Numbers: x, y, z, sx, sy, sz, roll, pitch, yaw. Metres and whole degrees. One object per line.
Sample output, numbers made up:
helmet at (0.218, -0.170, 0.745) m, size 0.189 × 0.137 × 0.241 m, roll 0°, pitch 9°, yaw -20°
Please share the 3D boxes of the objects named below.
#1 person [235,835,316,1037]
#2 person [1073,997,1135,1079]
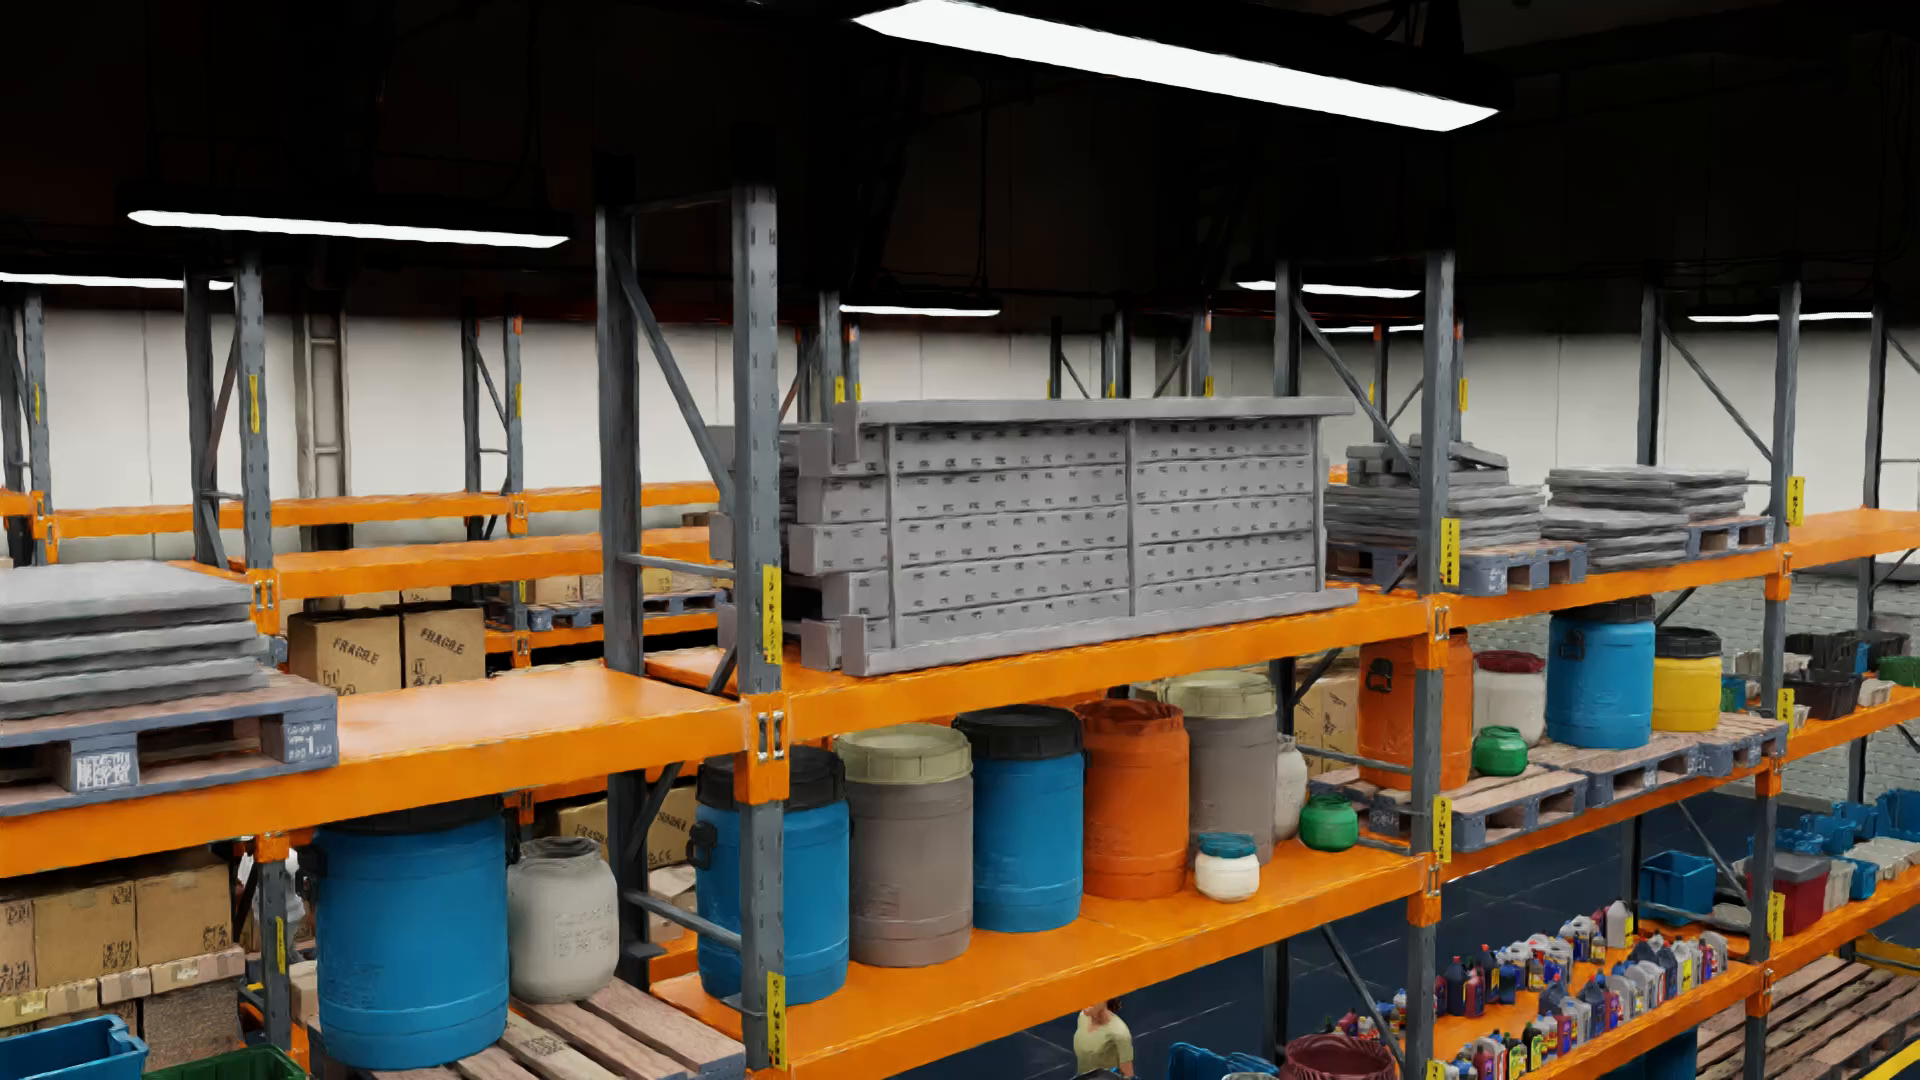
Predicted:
person at (-5.500, 3.047, 13.414) m, size 0.710 × 1.703 × 0.836 m, roll 3°, pitch 6°, yaw 32°
person at (0.865, 3.401, 10.122) m, size 1.106 × 1.591 × 0.446 m, roll -5°, pitch 7°, yaw -43°
